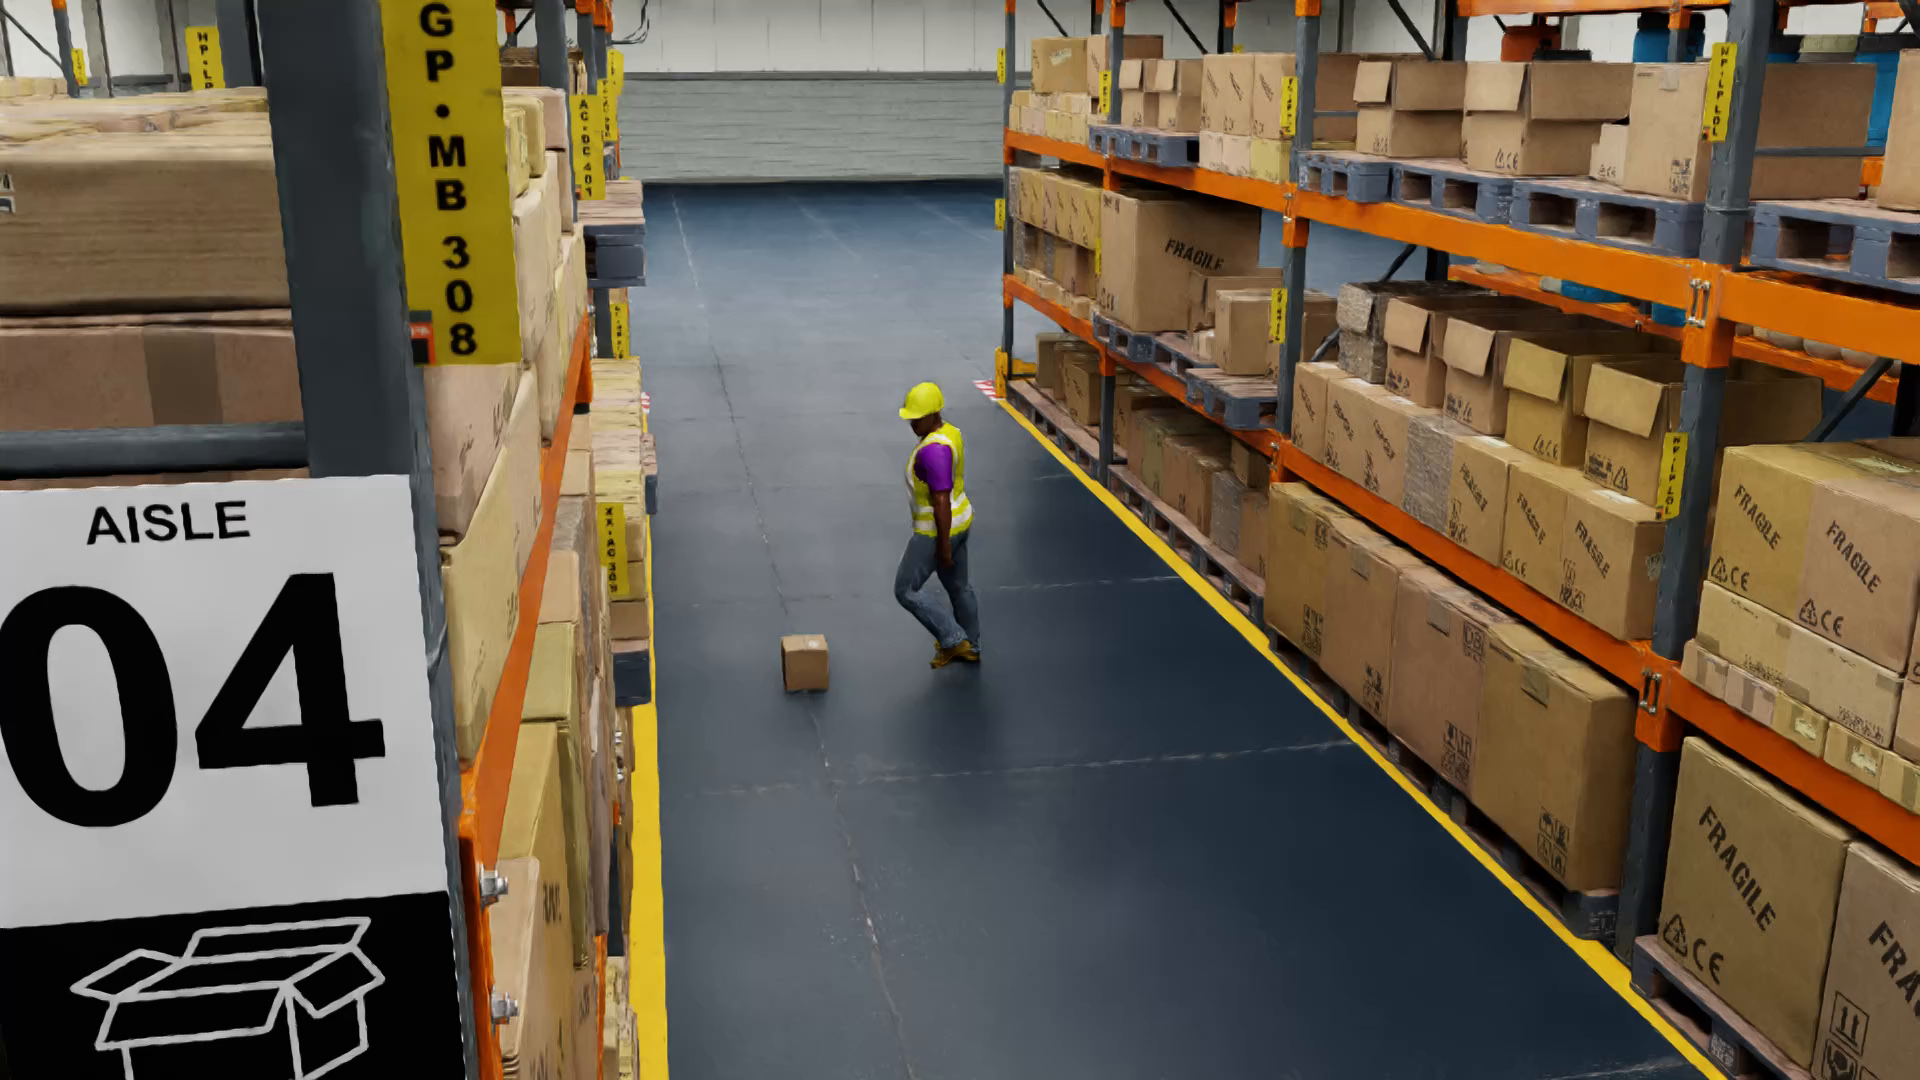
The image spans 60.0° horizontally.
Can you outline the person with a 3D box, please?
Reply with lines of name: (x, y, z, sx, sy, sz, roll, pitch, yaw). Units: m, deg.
person: (-0.132, -0.081, 9.773, 0.484, 1.748, 0.671, 5, 17, 16)
